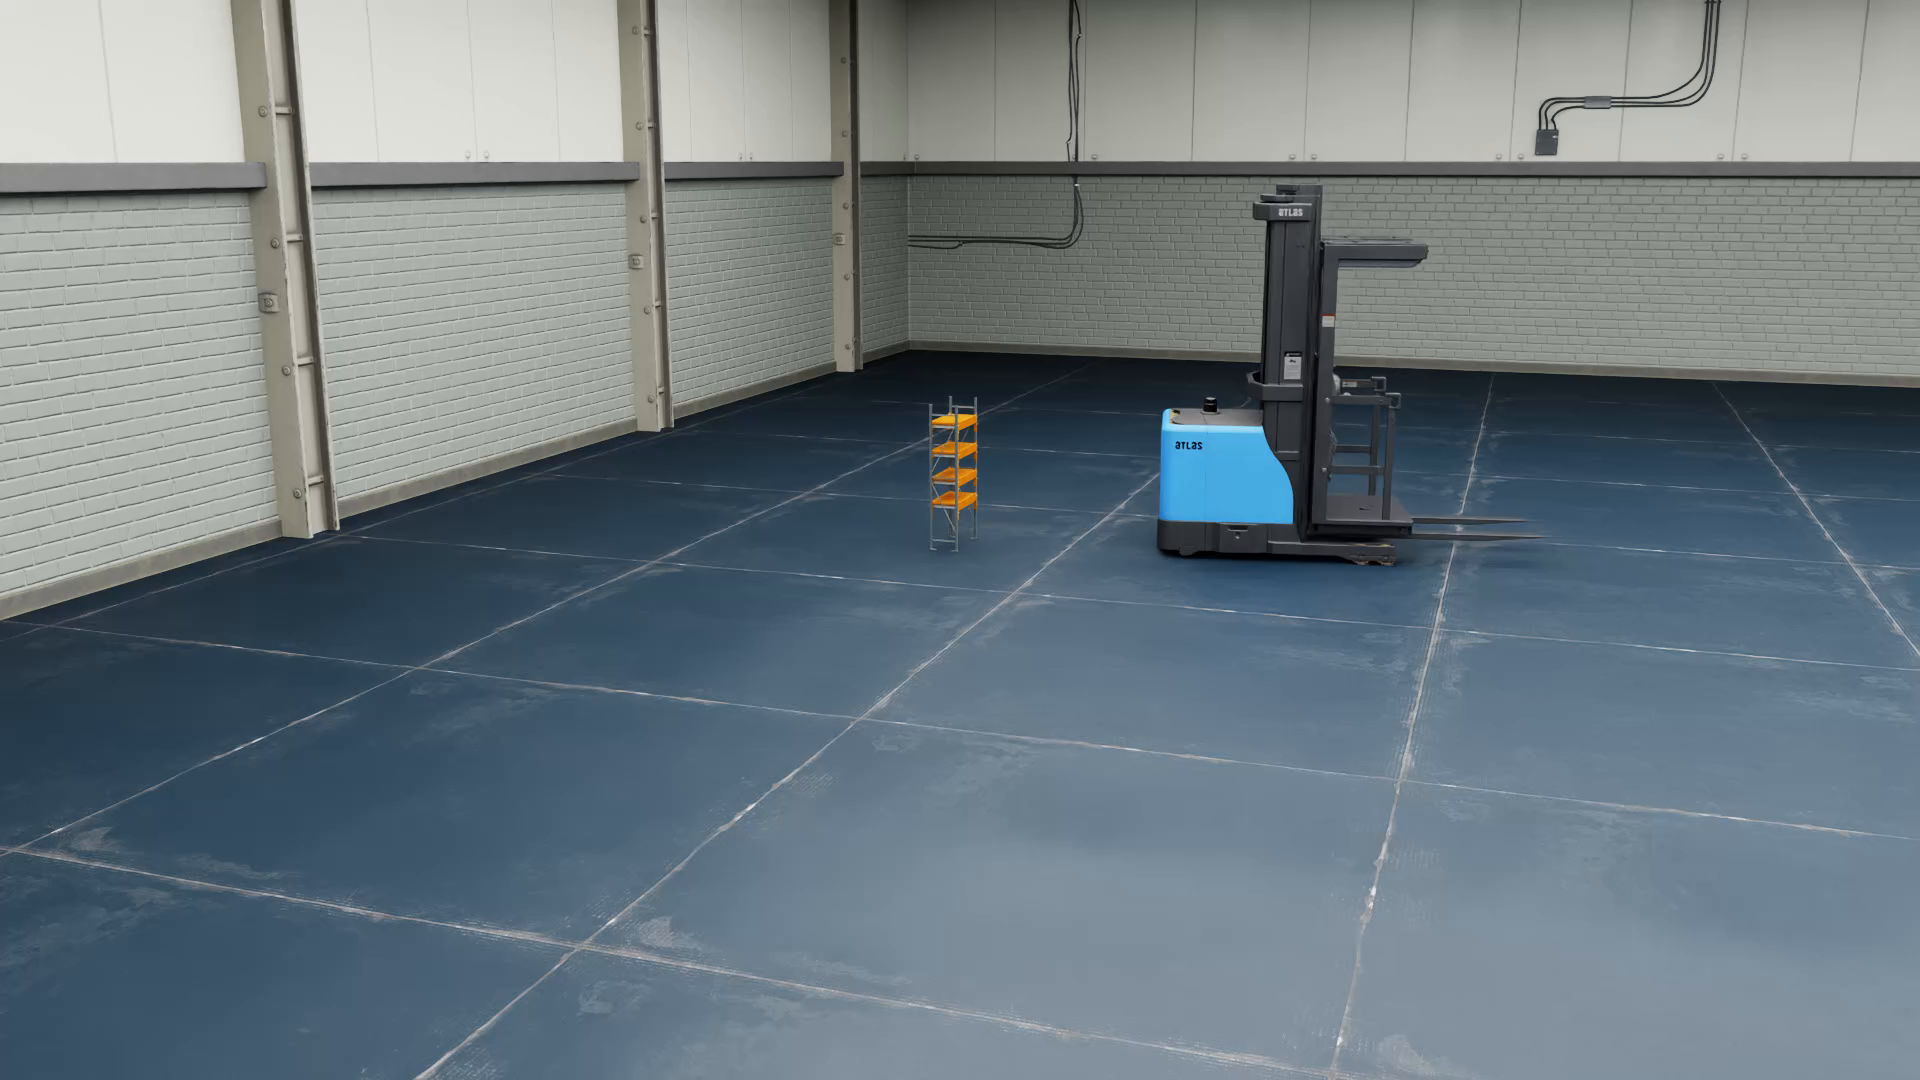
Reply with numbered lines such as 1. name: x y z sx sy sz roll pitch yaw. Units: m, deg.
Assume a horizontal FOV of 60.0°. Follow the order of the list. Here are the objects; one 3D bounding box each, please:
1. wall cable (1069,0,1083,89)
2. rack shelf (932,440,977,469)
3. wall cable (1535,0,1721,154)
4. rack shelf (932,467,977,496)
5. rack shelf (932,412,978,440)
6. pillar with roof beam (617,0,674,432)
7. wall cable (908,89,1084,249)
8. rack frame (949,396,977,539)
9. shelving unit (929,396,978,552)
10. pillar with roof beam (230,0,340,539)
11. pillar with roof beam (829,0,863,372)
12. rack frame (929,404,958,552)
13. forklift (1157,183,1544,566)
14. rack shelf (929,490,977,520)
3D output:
1. wall cable: 3.070 -8.257 25.571 3.097 2.526 0.112 4 14 18
2. rack shelf: -0.054 -0.703 13.667 0.258 0.148 0.480 4 14 18
3. wall cable: 9.487 -8.475 23.253 2.305 6.003 0.169 4 14 18
4. rack shelf: -0.054 -0.485 13.717 0.258 0.148 0.480 4 14 18
5. rack shelf: -0.054 -0.933 13.614 0.258 0.148 0.480 4 14 18
6. pillar with roof beam: 0.437 -5.405 17.447 9.100 9.000 0.400 4 14 18
7. wall cable: 0.510 -5.990 26.986 3.097 2.526 0.112 4 14 18
8. rack frame: 0.025 -0.601 13.927 0.240 1.200 0.015 4 14 18
9. shelving unit: -0.054 -0.550 13.702 0.258 1.200 0.503 4 14 18
10. pillar with roof beam: -1.504 -4.142 11.912 9.100 9.000 0.400 4 14 18
11. pillar with roof beam: 2.379 -6.669 22.982 9.100 9.000 0.400 4 14 18
12. rack frame: -0.132 -0.499 13.477 0.240 1.200 0.015 4 14 18
13. forklift: 3.146 -1.354 13.332 3.031 2.935 1.130 2 13 7
14. rack shelf: -0.054 -0.291 13.761 0.258 0.148 0.480 4 14 18
